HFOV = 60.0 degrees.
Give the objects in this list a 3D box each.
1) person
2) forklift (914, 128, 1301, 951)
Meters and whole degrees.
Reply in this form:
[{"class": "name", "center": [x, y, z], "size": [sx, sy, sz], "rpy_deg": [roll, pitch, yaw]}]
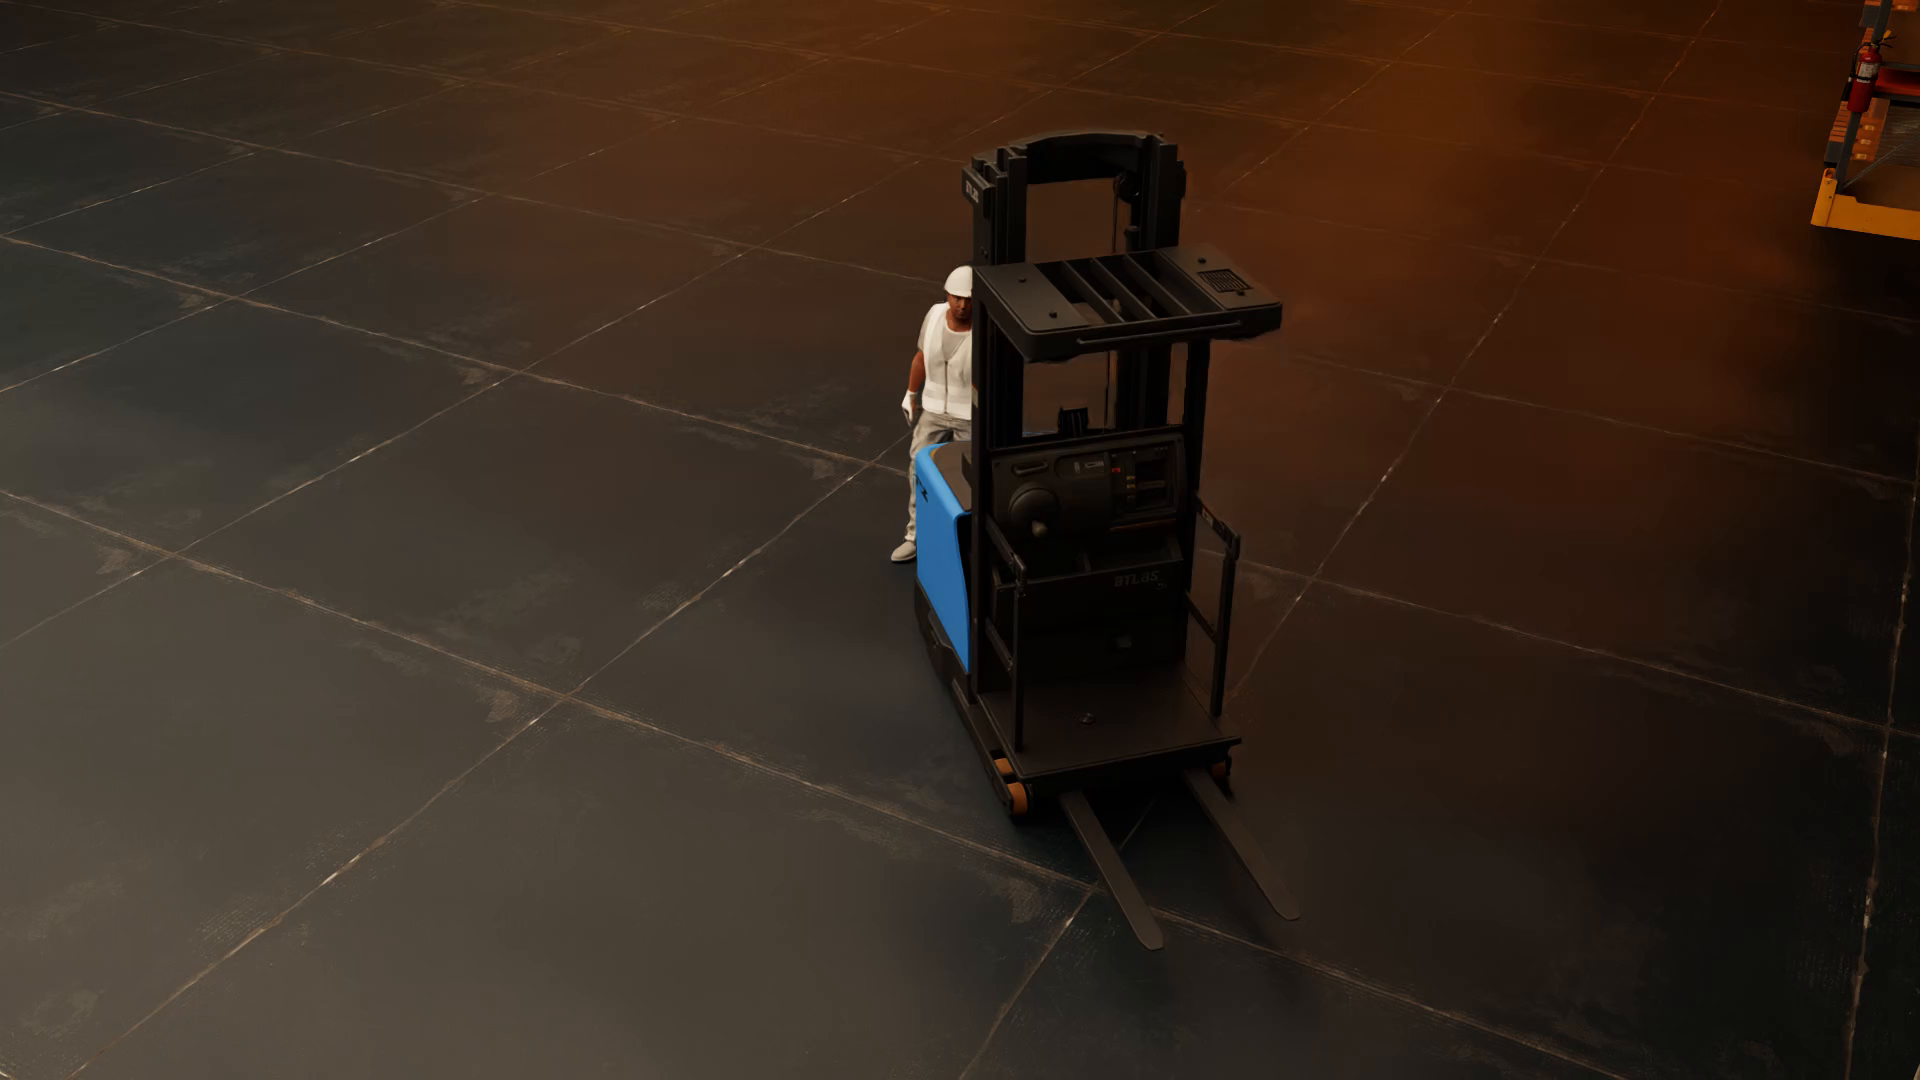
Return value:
[{"class": "person", "center": [-0.035, -0.681, 9.418], "size": [0.737, 1.779, 0.563], "rpy_deg": [14, 33, 22]}, {"class": "forklift", "center": [0.657, -0.196, 7.410], "size": [1.130, 2.935, 3.031], "rpy_deg": [-8, 31, -14]}]
